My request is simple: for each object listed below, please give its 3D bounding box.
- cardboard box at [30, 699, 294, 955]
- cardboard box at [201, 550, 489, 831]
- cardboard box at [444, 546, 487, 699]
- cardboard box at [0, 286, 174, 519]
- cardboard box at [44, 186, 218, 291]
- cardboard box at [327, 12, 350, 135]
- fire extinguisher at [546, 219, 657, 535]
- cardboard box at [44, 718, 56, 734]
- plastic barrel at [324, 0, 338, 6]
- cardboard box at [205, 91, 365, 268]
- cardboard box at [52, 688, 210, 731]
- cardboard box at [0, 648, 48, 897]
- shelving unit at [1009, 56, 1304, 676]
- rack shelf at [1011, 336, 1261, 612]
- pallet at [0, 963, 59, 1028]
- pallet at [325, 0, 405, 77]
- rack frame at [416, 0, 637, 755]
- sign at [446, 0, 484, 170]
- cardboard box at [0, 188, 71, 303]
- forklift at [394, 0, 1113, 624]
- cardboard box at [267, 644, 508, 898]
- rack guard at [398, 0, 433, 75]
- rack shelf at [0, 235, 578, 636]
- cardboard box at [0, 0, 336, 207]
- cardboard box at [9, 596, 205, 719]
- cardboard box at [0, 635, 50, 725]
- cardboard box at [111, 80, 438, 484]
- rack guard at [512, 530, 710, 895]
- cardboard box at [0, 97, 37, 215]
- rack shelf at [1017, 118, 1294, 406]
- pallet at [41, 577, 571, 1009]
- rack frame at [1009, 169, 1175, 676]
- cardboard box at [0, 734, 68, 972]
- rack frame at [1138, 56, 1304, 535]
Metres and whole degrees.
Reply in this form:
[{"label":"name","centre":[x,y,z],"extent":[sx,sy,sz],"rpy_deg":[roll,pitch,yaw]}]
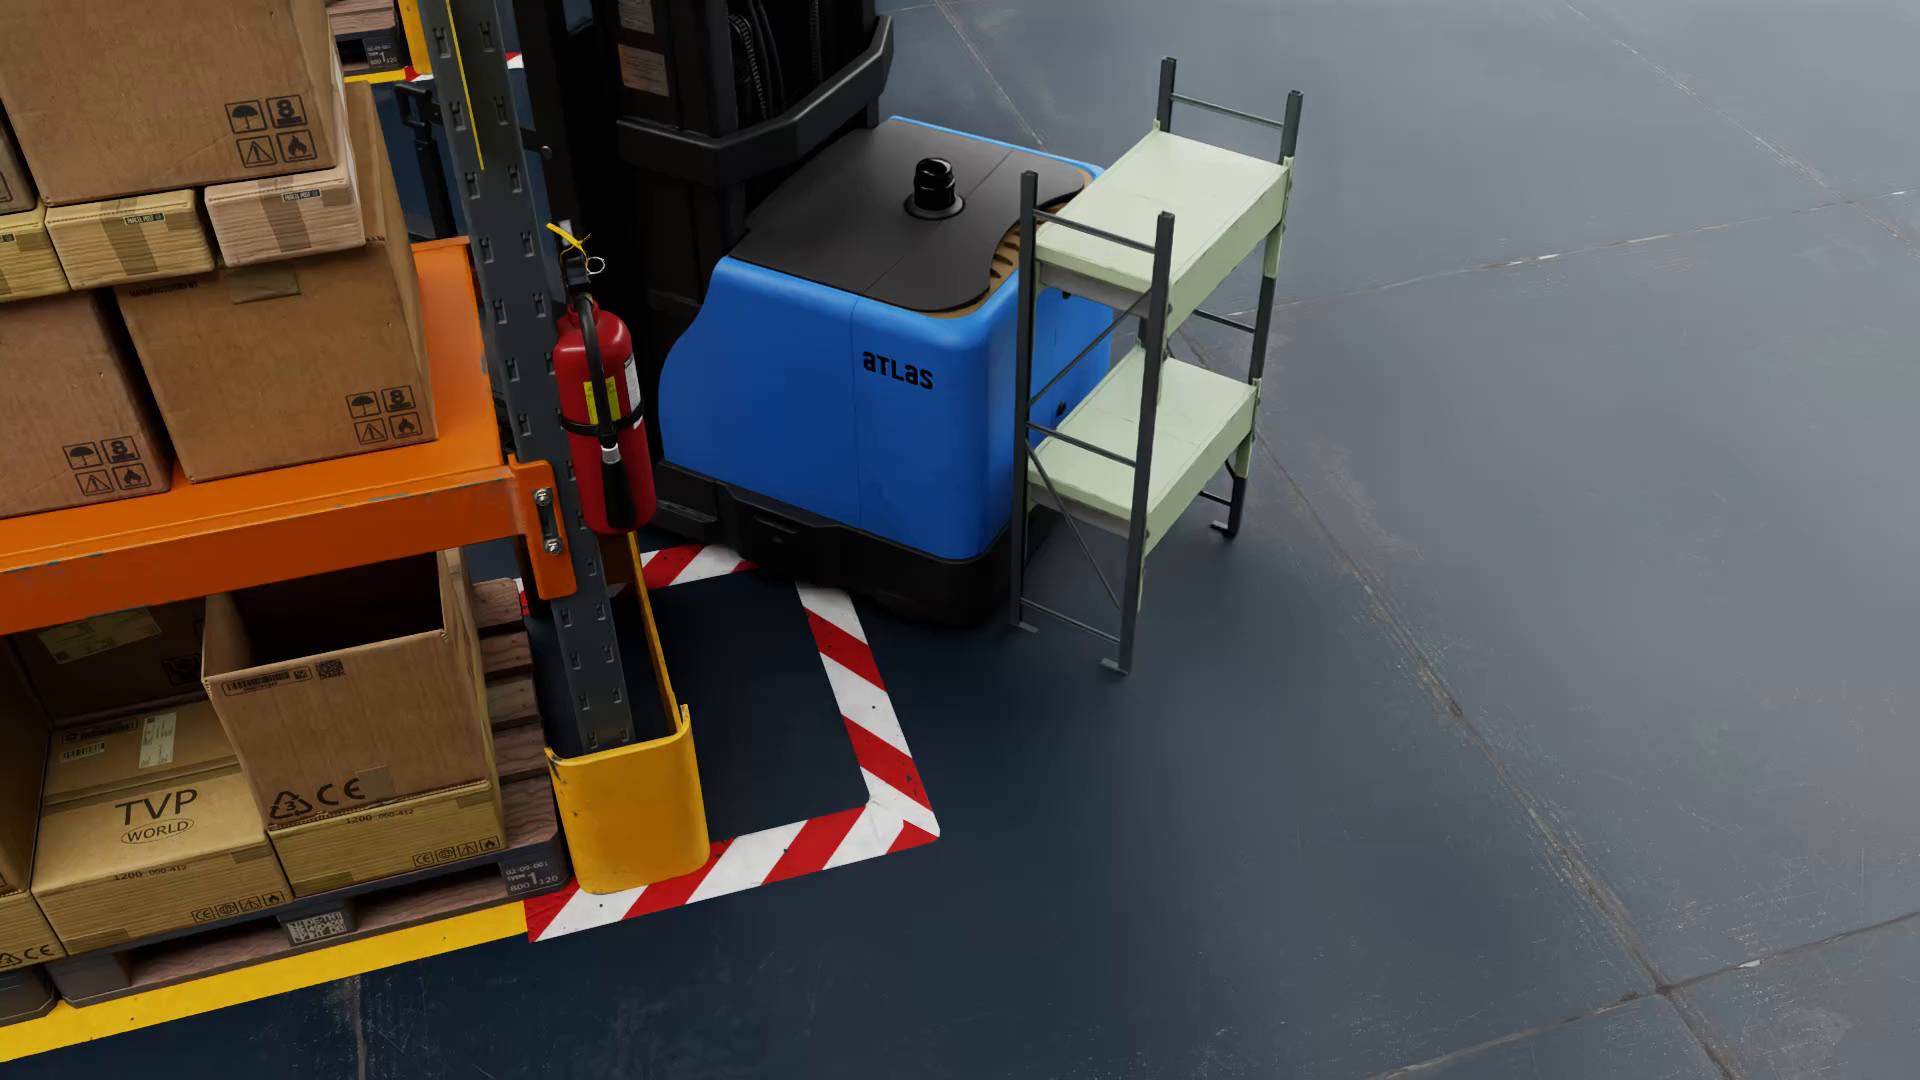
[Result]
[{"label":"cardboard box","centre":[-1.890,0.662,3.984],"extent":[0.500,0.250,0.500],"rpy_deg":[-12,42,-13]},{"label":"cardboard box","centre":[-1.416,0.274,3.857],"extent":[0.500,0.500,0.500],"rpy_deg":[-12,42,-13]},{"label":"cardboard box","centre":[-1.573,0.230,4.477],"extent":[0.500,0.250,0.500],"rpy_deg":[-12,42,-13]},{"label":"cardboard box","centre":[-1.943,-0.460,3.421],"extent":[0.500,0.500,0.700],"rpy_deg":[-11,42,-12]},{"label":"cardboard box","centre":[-1.551,-0.648,3.143],"extent":[0.250,0.149,0.380],"rpy_deg":[-11,42,-12]},{"label":"cardboard box","centre":[-1.433,-0.953,3.492],"extent":[0.250,0.149,0.380],"rpy_deg":[-12,43,-13]},{"label":"fire extinguisher","centre":[-0.742,-0.316,3.391],"extent":[0.183,0.674,0.296],"rpy_deg":[-12,42,-13]},{"label":"cardboard box","centre":[-2.525,0.430,4.249],"extent":[0.500,0.250,0.500],"rpy_deg":[-12,42,-13]},{"label":"plastic barrel","centre":[-3.083,-2.766,7.708],"extent":[0.421,0.512,0.421],"rpy_deg":[0,41,0]},{"label":"cardboard box","centre":[-1.301,-0.700,3.203],"extent":[0.250,0.149,0.380],"rpy_deg":[-12,43,-14]},{"label":"cardboard box","centre":[-2.048,0.331,4.362],"extent":[0.500,0.250,0.500],"rpy_deg":[-12,42,-13]},{"label":"cardboard box","centre":[-2.366,0.481,3.620],"extent":[0.500,0.500,0.500],"rpy_deg":[-12,42,-13]},{"label":"shelving unit","centre":[0.517,-0.453,4.628],"extent":[0.431,1.500,0.755],"rpy_deg":[23,46,24]},{"label":"rack shelf","centre":[0.517,-0.207,4.843],"extent":[0.431,0.370,0.720],"rpy_deg":[23,46,24]},{"label":"pallet","centre":[-2.873,0.853,4.113],"extent":[1.213,0.211,1.003],"rpy_deg":[-12,42,-13]},{"label":"pallet","centre":[-3.313,-2.471,7.918],"extent":[1.213,0.211,1.003],"rpy_deg":[-12,42,-13]},{"label":"rack frame","centre":[-0.994,-0.613,3.672],"extent":[0.127,3.000,1.000],"rpy_deg":[-12,42,-13]},{"label":"sign","centre":[-0.844,-0.795,2.821],"extent":[0.005,0.325,0.100],"rpy_deg":[-12,42,-13]},{"label":"cardboard box","centre":[-1.794,-0.597,3.085],"extent":[0.250,0.149,0.380],"rpy_deg":[-12,43,-14]},{"label":"forklift","centre":[-1.059,-1.548,4.795],"extent":[3.031,2.935,1.130],"rpy_deg":[19,45,21]},{"label":"cardboard box","centre":[-1.417,0.555,4.105],"extent":[0.500,0.250,0.500],"rpy_deg":[-12,42,-13]},{"label":"rack guard","centre":[-2.537,-2.737,8.003],"extent":[0.348,0.500,1.175],"rpy_deg":[-12,42,-13]},{"label":"rack shelf","centre":[-2.902,0.053,3.457],"extent":[4.000,0.370,1.077],"rpy_deg":[-12,42,-13]},{"label":"cardboard box","centre":[-1.494,-1.045,3.104],"extent":[0.500,0.500,0.700],"rpy_deg":[-12,42,-13]},{"label":"cardboard box","centre":[-2.049,0.048,4.116],"extent":[0.500,0.500,0.500],"rpy_deg":[-12,42,-13]},{"label":"cardboard box","centre":[-2.522,0.155,3.994],"extent":[0.500,0.500,0.500],"rpy_deg":[-12,42,-13]},{"label":"cardboard box","centre":[-1.443,-0.567,3.543],"extent":[0.500,0.500,0.700],"rpy_deg":[-12,42,-13]},{"label":"rack guard","centre":[-0.971,0.323,4.500],"extent":[0.348,0.500,1.175],"rpy_deg":[-12,42,-13]},{"label":"cardboard box","centre":[-1.994,-0.938,2.981],"extent":[0.500,0.500,0.700],"rpy_deg":[-13,43,-14]},{"label":"rack shelf","centre":[0.517,-0.747,4.372],"extent":[0.431,0.370,0.720],"rpy_deg":[23,46,24]},{"label":"pallet","centre":[-1.711,0.614,4.387],"extent":[1.213,0.211,1.003],"rpy_deg":[-12,42,-13]},{"label":"rack frame","centre":[0.321,-0.250,4.396],"extent":[0.400,1.500,0.023],"rpy_deg":[23,46,24]},{"label":"cardboard box","centre":[-2.367,0.762,3.869],"extent":[0.500,0.250,0.500],"rpy_deg":[-12,42,-13]},{"label":"rack frame","centre":[0.713,-0.656,4.861],"extent":[0.400,1.500,0.023],"rpy_deg":[23,46,24]}]
